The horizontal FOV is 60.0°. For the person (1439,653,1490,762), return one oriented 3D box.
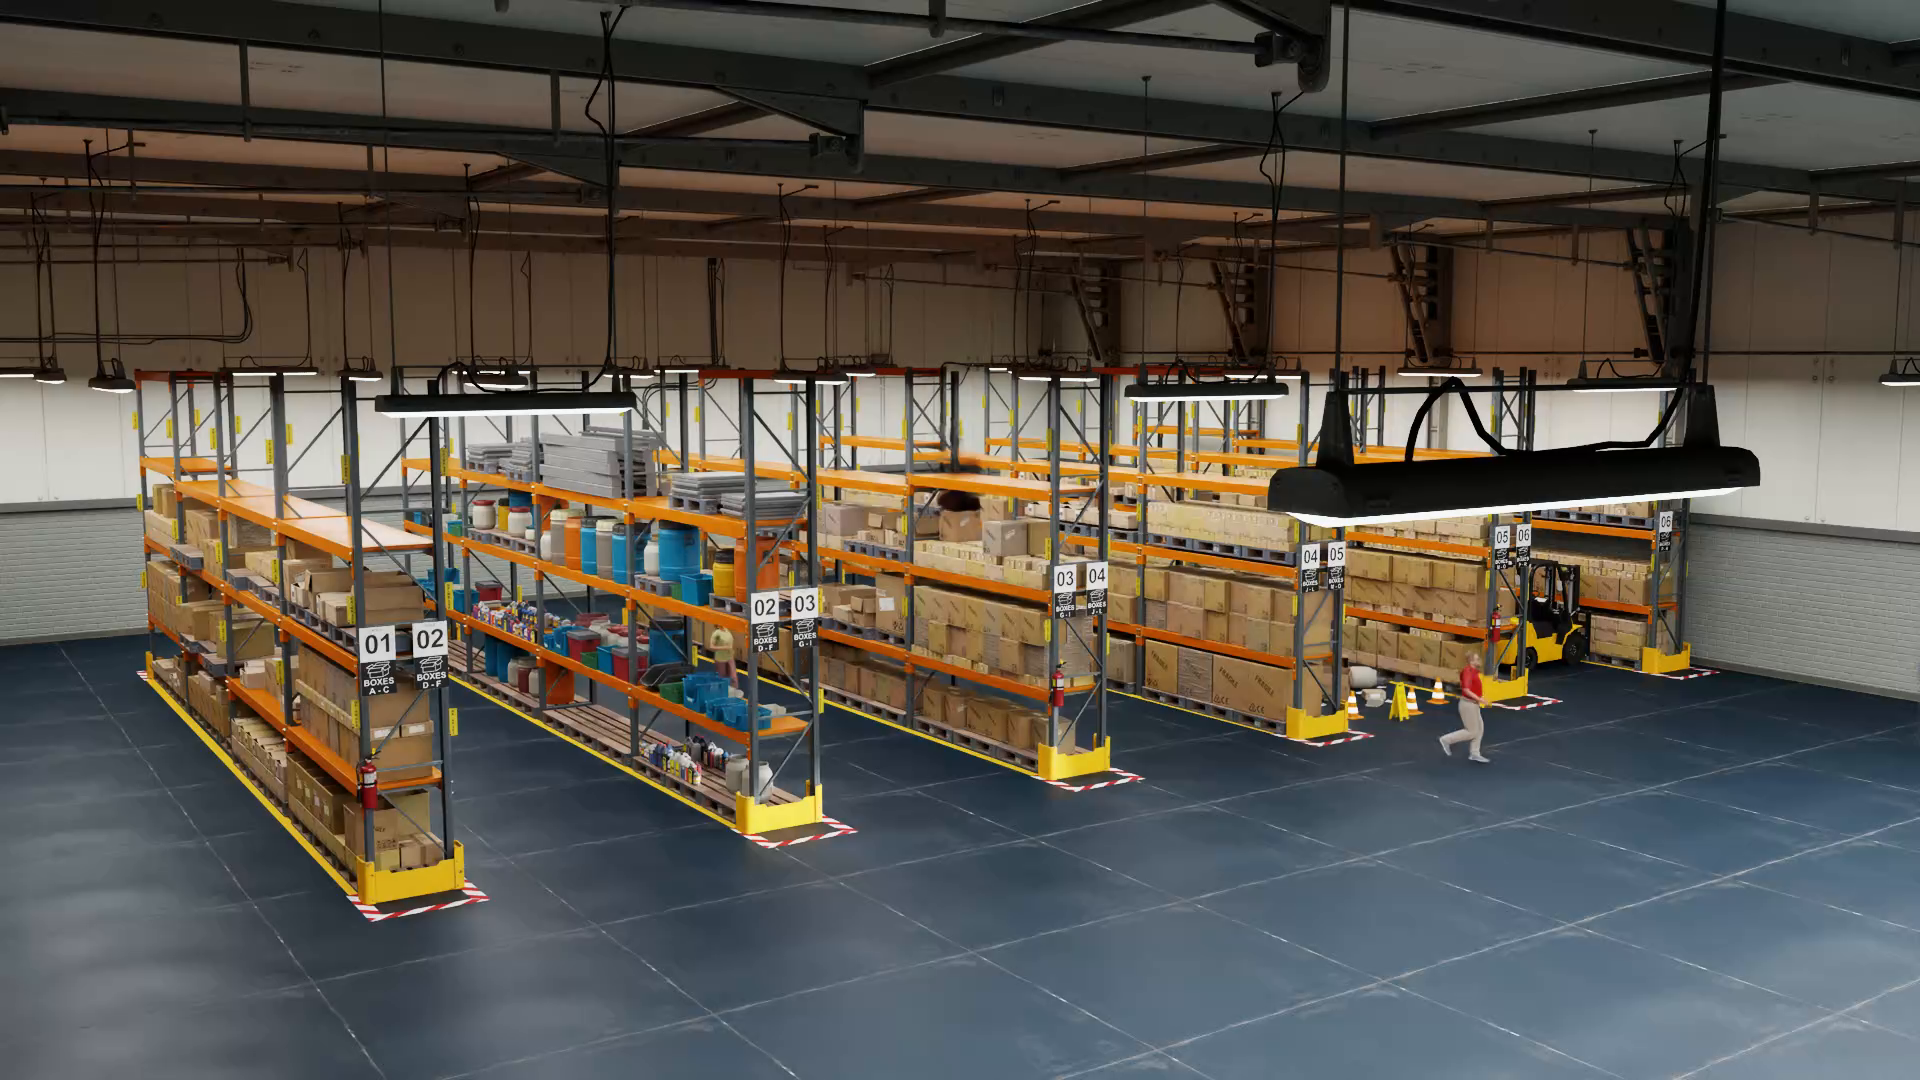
[{"bbox_3d":[7.849,2.594,25.801,0.783,1.721,0.668,2,7,14],"label":"person"}]

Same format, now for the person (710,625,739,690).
[{"bbox_3d":[-4.198,2.149,29.513,0.951,1.673,0.574,6,9,44],"label":"person"}]
